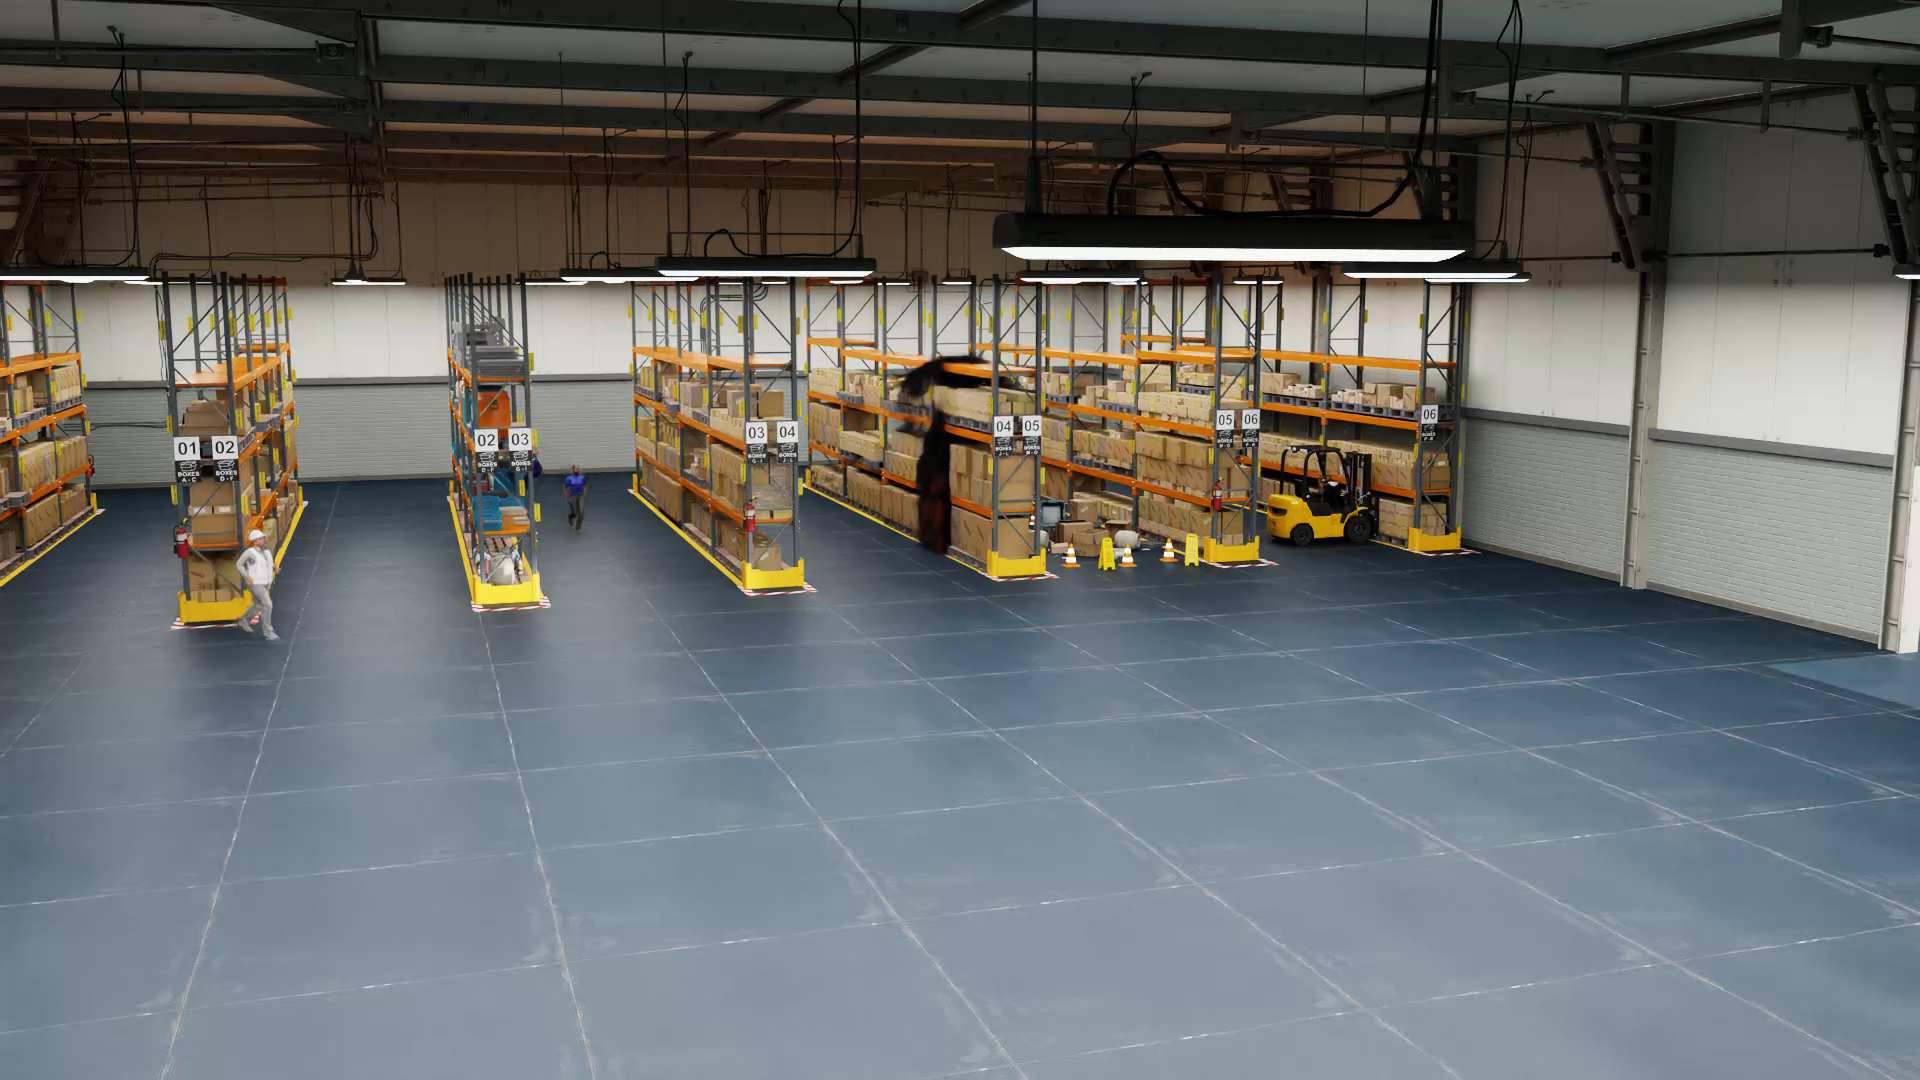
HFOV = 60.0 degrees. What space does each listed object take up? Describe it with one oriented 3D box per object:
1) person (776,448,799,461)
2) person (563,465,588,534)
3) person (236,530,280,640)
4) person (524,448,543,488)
[{"bbox_3d":[-4.746,-2.049,45.686,0.664,1.793,0.914,-2,9,-11],"label":"person"},{"bbox_3d":[-9.068,-0.971,39.296,0.582,1.608,0.578,-4,10,-27],"label":"person"},{"bbox_3d":[-11.575,0.730,27.392,0.816,1.823,0.649,2,9,13],"label":"person"},{"bbox_3d":[-12.324,-2.302,47.878,0.648,1.624,0.601,-1,9,-8],"label":"person"}]
